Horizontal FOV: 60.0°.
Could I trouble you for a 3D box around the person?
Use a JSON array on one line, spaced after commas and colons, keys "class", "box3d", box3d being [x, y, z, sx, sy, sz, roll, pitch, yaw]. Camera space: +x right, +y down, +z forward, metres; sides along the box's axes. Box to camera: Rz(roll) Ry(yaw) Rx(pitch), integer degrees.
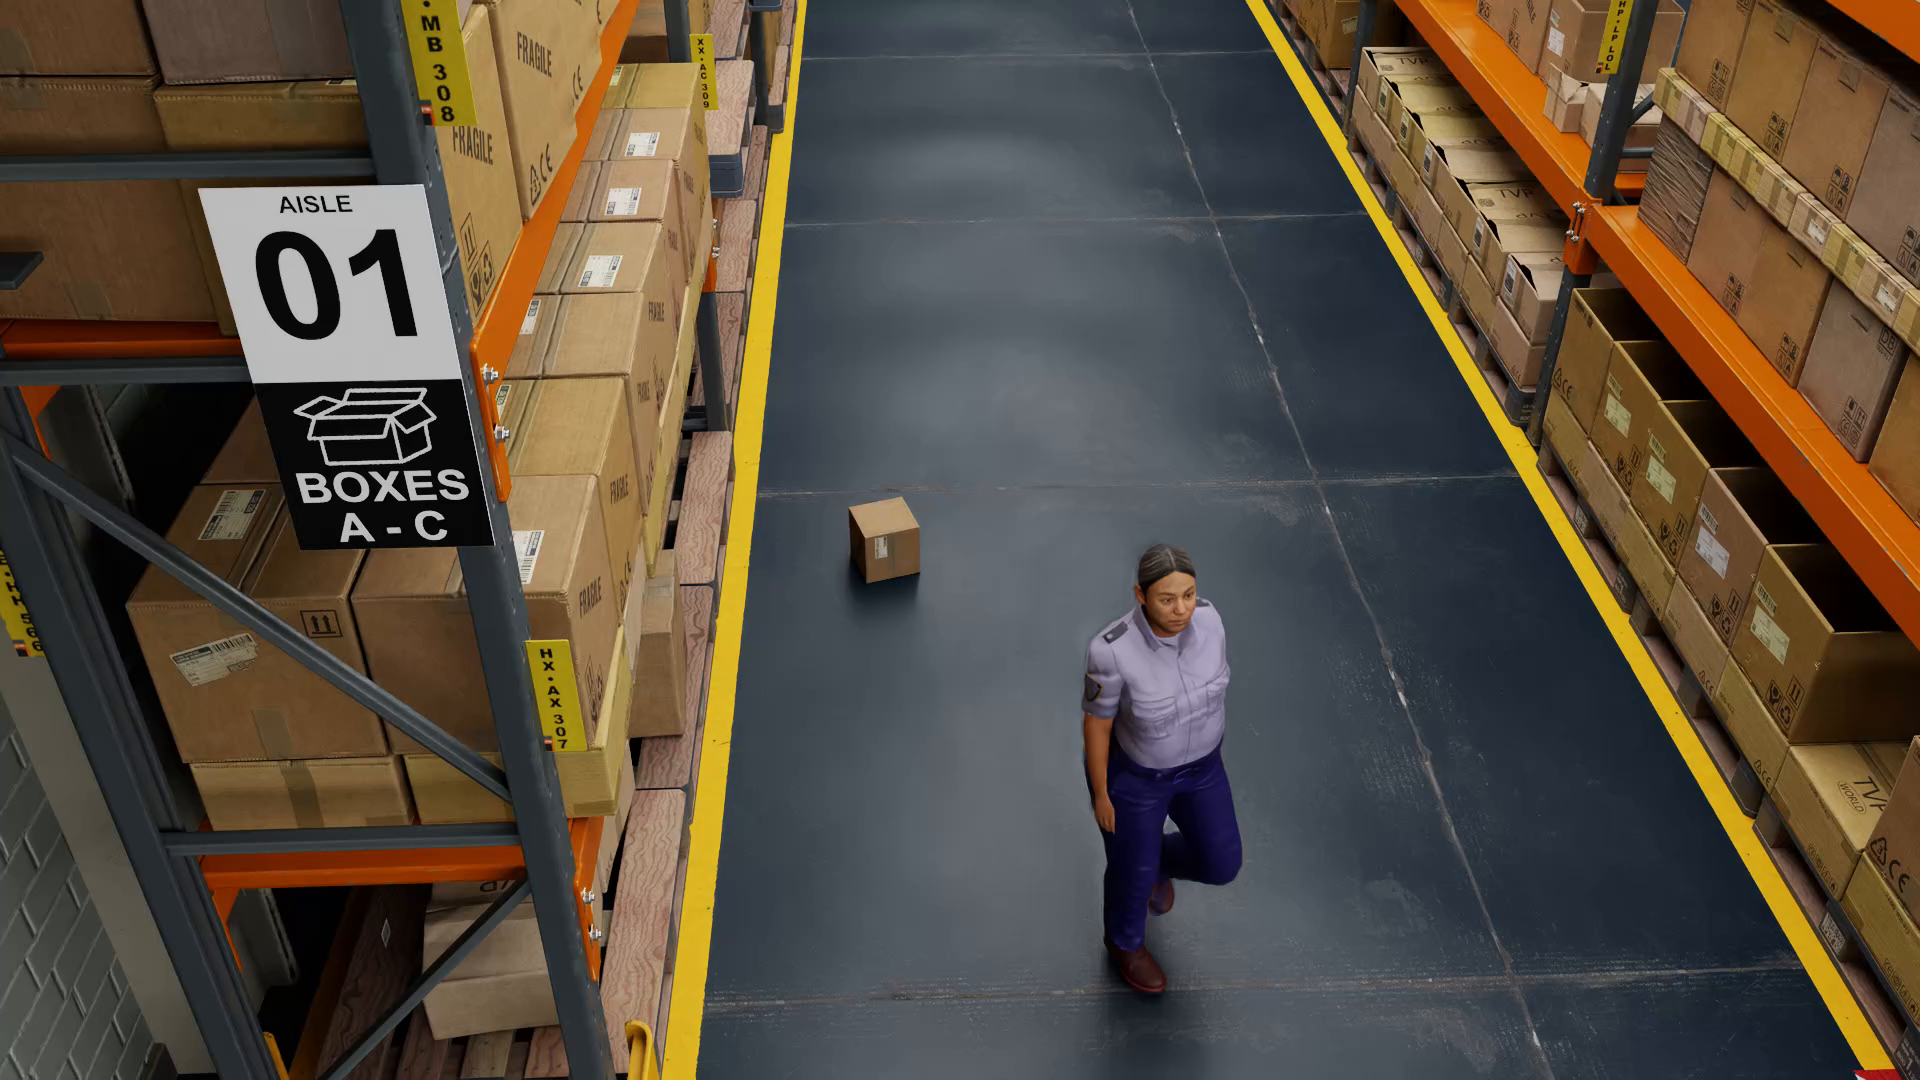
[{"class": "person", "box3d": [0.614, 0.694, 5.092, 0.499, 1.562, 0.435, -16, 39, -21]}]
